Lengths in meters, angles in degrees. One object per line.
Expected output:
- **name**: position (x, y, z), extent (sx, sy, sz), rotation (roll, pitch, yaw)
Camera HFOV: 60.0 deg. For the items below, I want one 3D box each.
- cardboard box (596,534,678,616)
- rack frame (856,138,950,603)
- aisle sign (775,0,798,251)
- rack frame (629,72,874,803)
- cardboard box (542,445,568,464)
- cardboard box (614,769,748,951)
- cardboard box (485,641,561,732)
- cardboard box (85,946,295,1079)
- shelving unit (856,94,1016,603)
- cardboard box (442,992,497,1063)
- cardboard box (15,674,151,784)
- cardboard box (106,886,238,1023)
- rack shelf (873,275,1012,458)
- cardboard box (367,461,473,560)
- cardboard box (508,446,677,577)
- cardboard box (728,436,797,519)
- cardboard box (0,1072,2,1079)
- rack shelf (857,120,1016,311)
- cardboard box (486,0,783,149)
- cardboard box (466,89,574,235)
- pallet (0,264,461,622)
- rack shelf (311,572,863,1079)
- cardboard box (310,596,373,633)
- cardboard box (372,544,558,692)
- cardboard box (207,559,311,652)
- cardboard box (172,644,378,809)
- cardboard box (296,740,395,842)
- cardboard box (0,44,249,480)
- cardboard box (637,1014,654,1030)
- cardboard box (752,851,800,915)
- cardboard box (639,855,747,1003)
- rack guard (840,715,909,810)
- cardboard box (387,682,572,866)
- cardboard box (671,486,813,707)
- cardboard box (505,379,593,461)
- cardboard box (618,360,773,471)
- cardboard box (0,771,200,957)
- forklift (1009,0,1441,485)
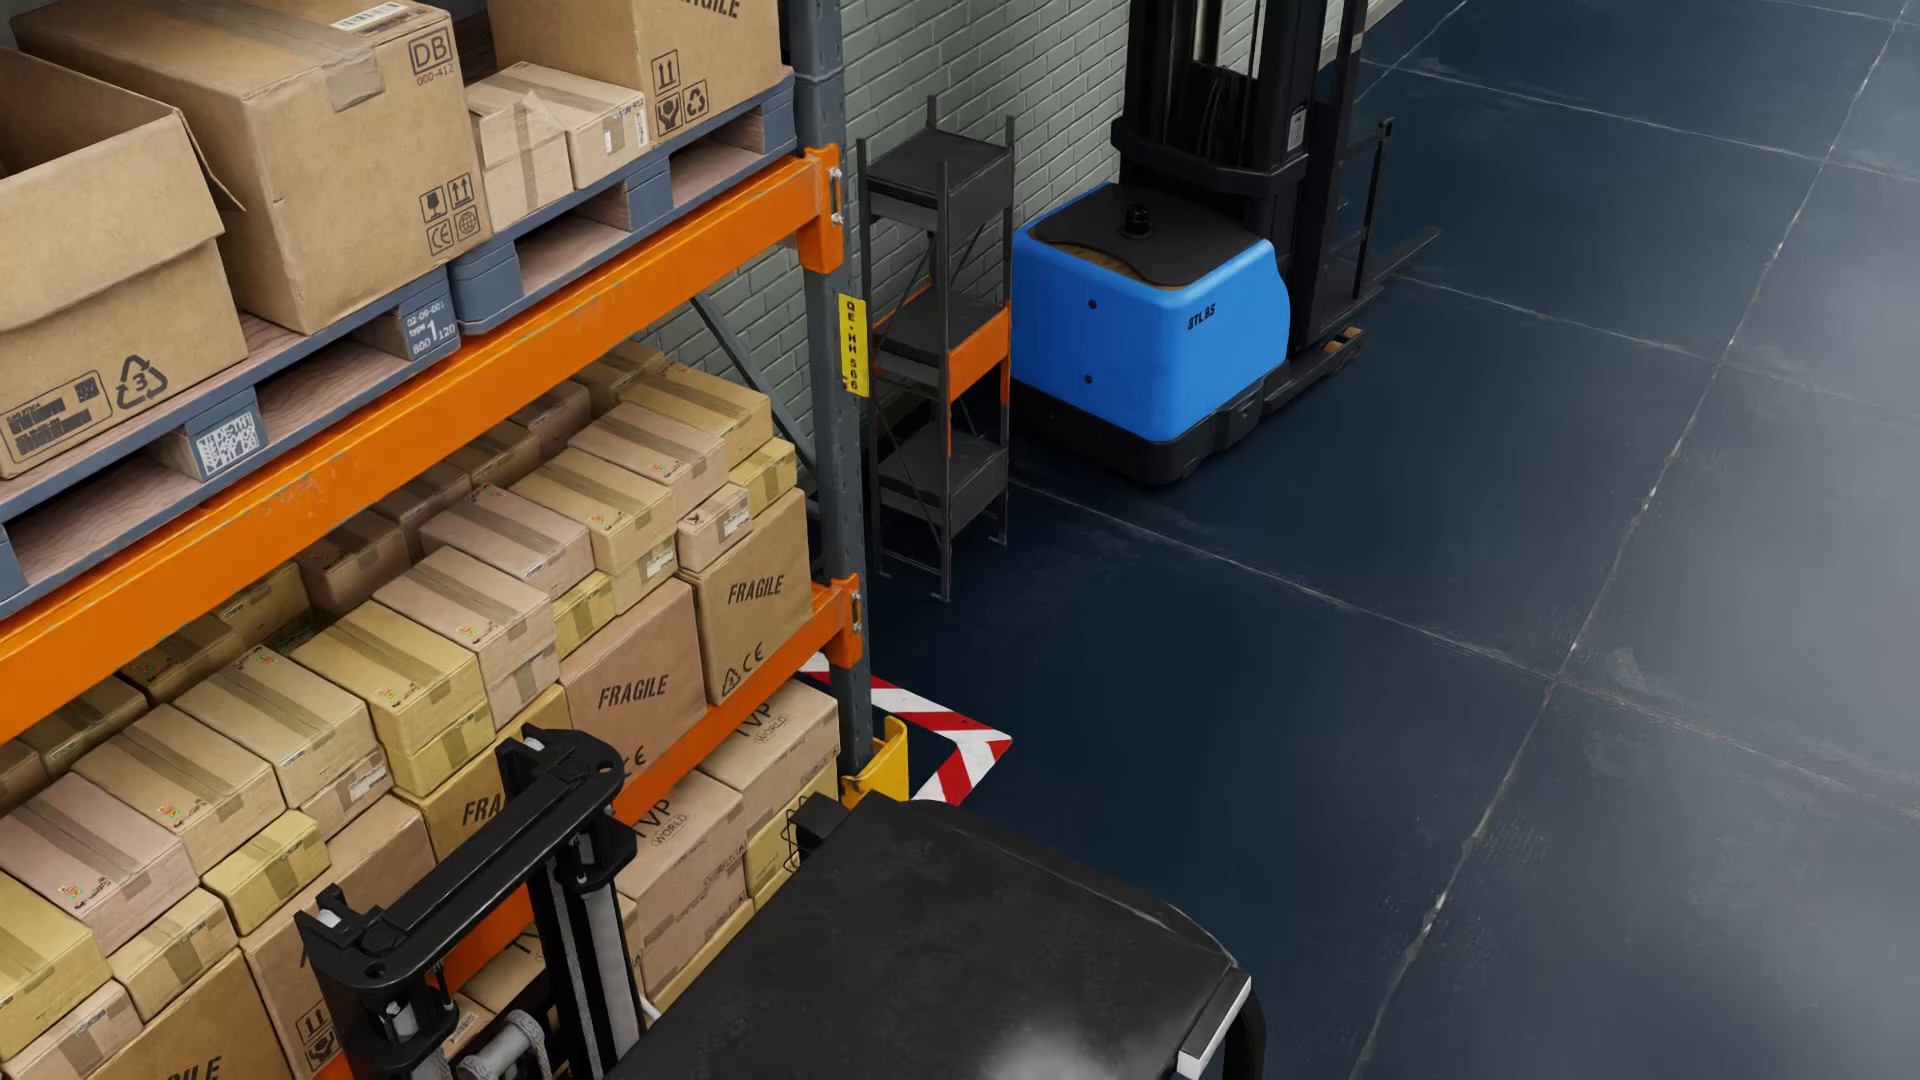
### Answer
- **cardboard box**: position (-1.017, 0.027, 4.645), extent (0.380, 0.149, 0.250), rotation (22, 43, 26)
- **rack frame**: position (-0.219, -0.620, 6.835), extent (0.400, 2.100, 0.015), rotation (21, 42, 25)
- **aisle sign**: position (-0.482, -1.170, 4.681), extent (0.394, 0.787, 0.004), rotation (21, 42, 25)
- **rack frame**: position (-0.765, -0.202, 5.556), extent (1.000, 3.000, 0.127), rotation (21, 42, 25)
- **cardboard box**: position (-1.244, -0.261, 5.018), extent (0.380, 0.149, 0.250), rotation (21, 42, 25)
- **cardboard box**: position (-1.017, 0.929, 5.177), extent (0.500, 0.250, 0.500), rotation (22, 43, 26)
- **cardboard box**: position (-1.262, 0.304, 4.286), extent (0.380, 0.149, 0.250), rotation (20, 42, 24)
- **cardboard box**: position (-1.914, 1.141, 3.731), extent (0.500, 0.500, 0.500), rotation (21, 42, 25)
- **shelving unit**: position (-0.089, -0.746, 6.998), extent (0.431, 2.100, 0.503), rotation (21, 42, 25)
- **cardboard box**: position (-1.557, 1.451, 4.500), extent (0.500, 0.250, 0.500), rotation (20, 42, 24)
- **cardboard box**: position (-2.117, 0.412, 3.902), extent (0.380, 0.149, 0.250), rotation (22, 43, 26)
- **cardboard box**: position (-1.805, 0.834, 3.598), extent (0.380, 0.149, 0.250), rotation (20, 42, 24)
- **rack shelf**: position (-0.089, -0.735, 7.007), extent (0.431, 0.518, 0.480), rotation (21, 42, 25)
- **cardboard box**: position (-1.569, -0.126, 4.600), extent (0.380, 0.149, 0.250), rotation (21, 43, 25)
- **cardboard box**: position (-1.002, -0.082, 4.543), extent (0.380, 0.149, 0.250), rotation (22, 43, 26)
- **cardboard box**: position (-0.714, -0.229, 4.976), extent (0.380, 0.149, 0.250), rotation (22, 43, 26)
- **cardboard box**: position (-2.069, 0.980, 3.165), extent (0.380, 0.149, 0.250), rotation (22, 43, 26)
- **rack shelf**: position (-0.089, -1.290, 6.579), extent (0.431, 0.518, 0.480), rotation (21, 42, 25)
- **cardboard box**: position (-0.796, -1.328, 4.051), extent (0.500, 0.500, 0.500), rotation (23, 43, 27)
- **cardboard box**: position (-1.088, -0.886, 3.670), extent (0.396, 0.266, 0.258), rotation (21, 42, 25)
- **pallet**: position (-1.819, -0.368, 3.386), extent (1.003, 0.211, 1.213), rotation (21, 42, 25)
- **rack shelf**: position (-1.837, 1.114, 4.438), extent (1.077, 0.370, 4.000), rotation (21, 42, 25)
- **cardboard box**: position (-1.774, 0.091, 4.562), extent (0.380, 0.149, 0.250), rotation (22, 43, 26)
- **cardboard box**: position (-1.244, 0.193, 4.187), extent (0.380, 0.149, 0.250), rotation (22, 43, 26)
- **cardboard box**: position (-1.913, 0.121, 4.279), extent (0.380, 0.149, 0.250), rotation (20, 42, 24)
- **cardboard box**: position (-1.596, 0.430, 3.879), extent (0.380, 0.149, 0.250), rotation (22, 43, 26)
- **cardboard box**: position (-1.591, 0.540, 3.979), extent (0.380, 0.149, 0.250), rotation (21, 42, 25)
- **cardboard box**: position (-1.775, -0.545, 3.033), extent (0.797, 0.503, 0.637), rotation (23, 43, 26)
- **cardboard box**: position (-1.300, 1.574, 5.159), extent (0.500, 0.250, 0.500), rotation (22, 43, 26)
- **cardboard box**: position (-0.750, 1.066, 5.819), extent (0.500, 0.250, 0.500), rotation (21, 43, 25)
- **cardboard box**: position (-1.040, 1.130, 5.325), extent (0.500, 0.250, 0.500), rotation (21, 42, 25)
- **rack guard**: position (-0.752, 0.775, 6.335), extent (1.175, 0.500, 0.348), rotation (21, 42, 25)
- **cardboard box**: position (-1.367, 0.626, 4.399), extent (0.500, 0.500, 0.500), rotation (20, 42, 24)
- **cardboard box**: position (-0.807, 0.098, 5.085), extent (0.500, 0.500, 0.500), rotation (20, 42, 24)
- **cardboard box**: position (-1.321, -0.397, 4.951), extent (0.380, 0.149, 0.250), rotation (23, 43, 27)
- **cardboard box**: position (-0.779, -0.363, 4.907), extent (0.380, 0.149, 0.250), rotation (21, 42, 25)
- **cardboard box**: position (-1.864, 0.688, 3.544), extent (0.380, 0.149, 0.250), rotation (21, 42, 25)
- **forklift**: position (1.566, -2.244, 8.261), extent (1.130, 2.935, 3.031), rotation (28, 46, 32)
